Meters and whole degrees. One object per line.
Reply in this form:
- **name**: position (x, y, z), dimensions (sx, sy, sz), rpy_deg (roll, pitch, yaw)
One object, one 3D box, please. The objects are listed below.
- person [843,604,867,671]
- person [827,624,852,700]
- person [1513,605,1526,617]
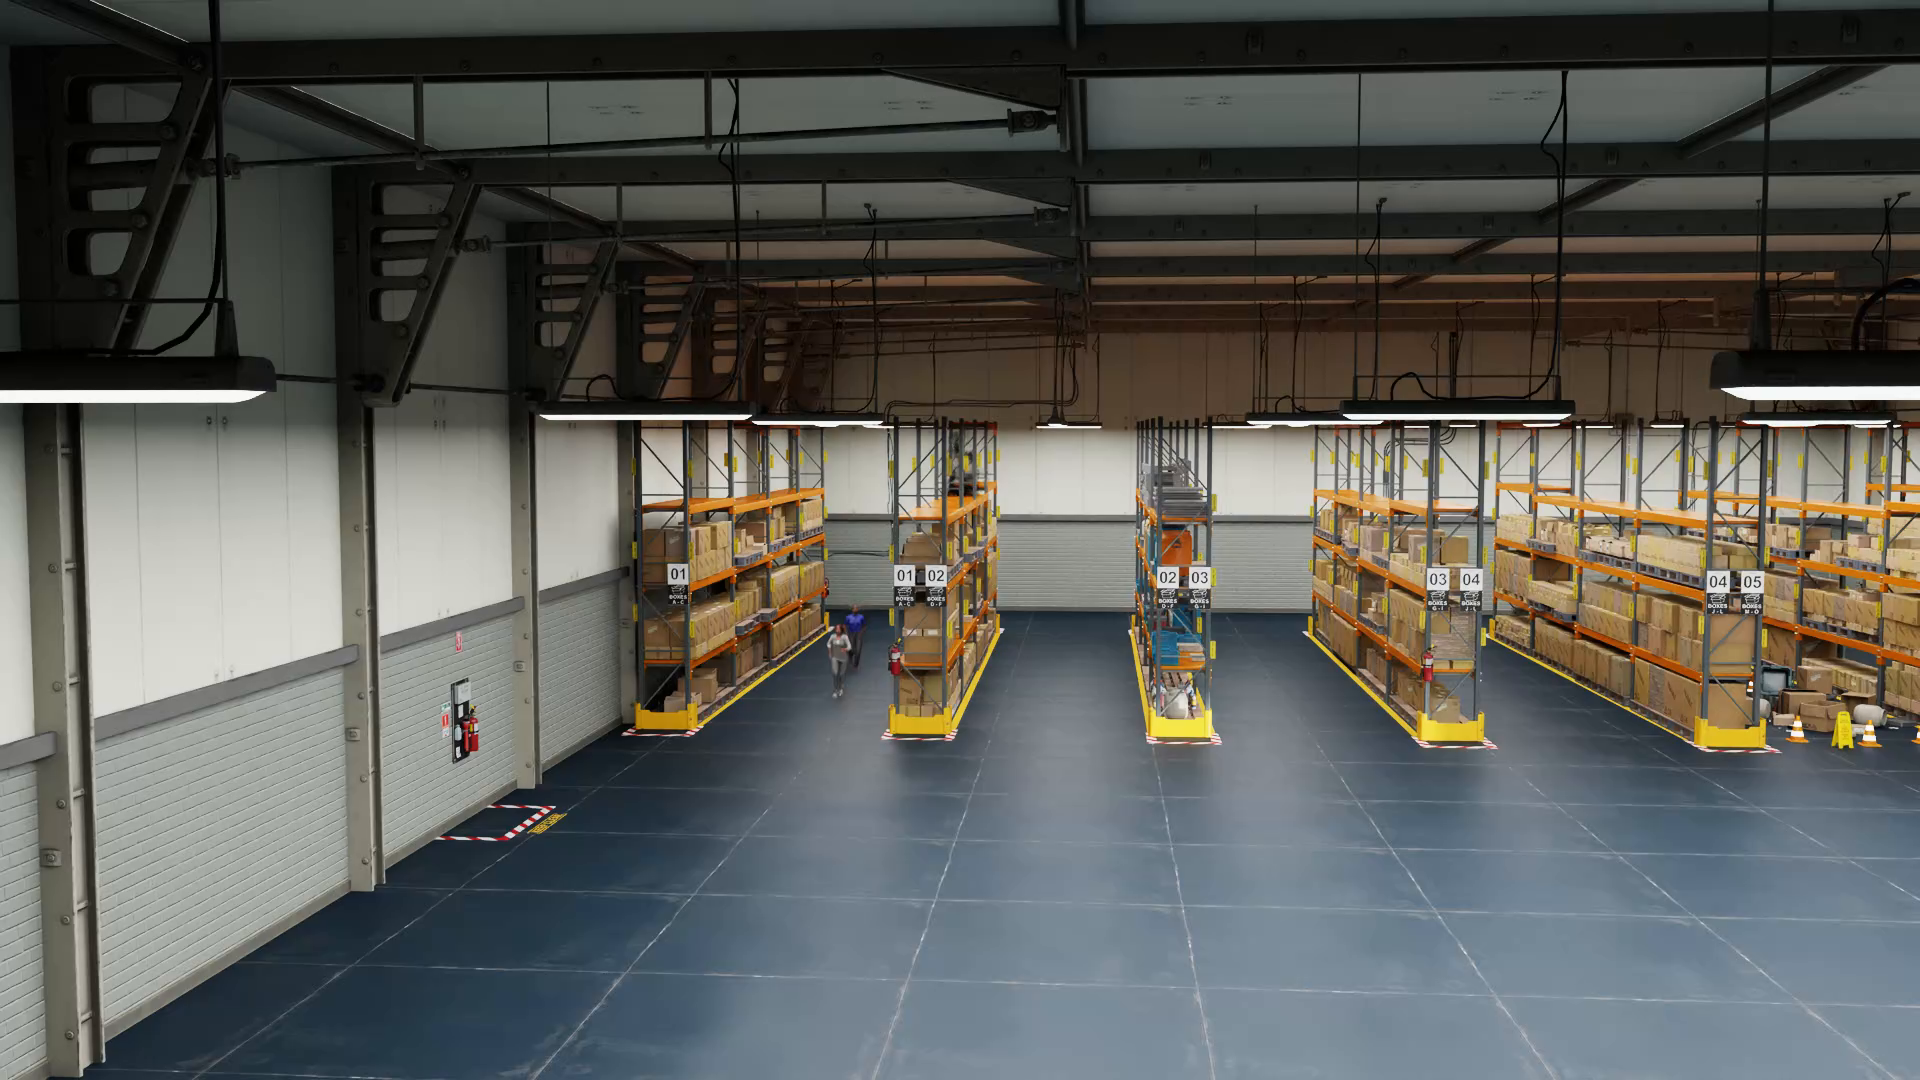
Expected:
- **person**: position (-2.504, 2.329, 39.720), dimensions (0.574, 1.603, 0.561), rpy_deg (-1, 4, -8)
- **person**: position (-2.584, 2.607, 35.664), dimensions (0.524, 1.637, 0.710), rpy_deg (0, 4, -3)
- **person**: position (15.979, 1.782, 47.358), dimensions (0.715, 1.746, 0.738), rpy_deg (0, 4, 0)
